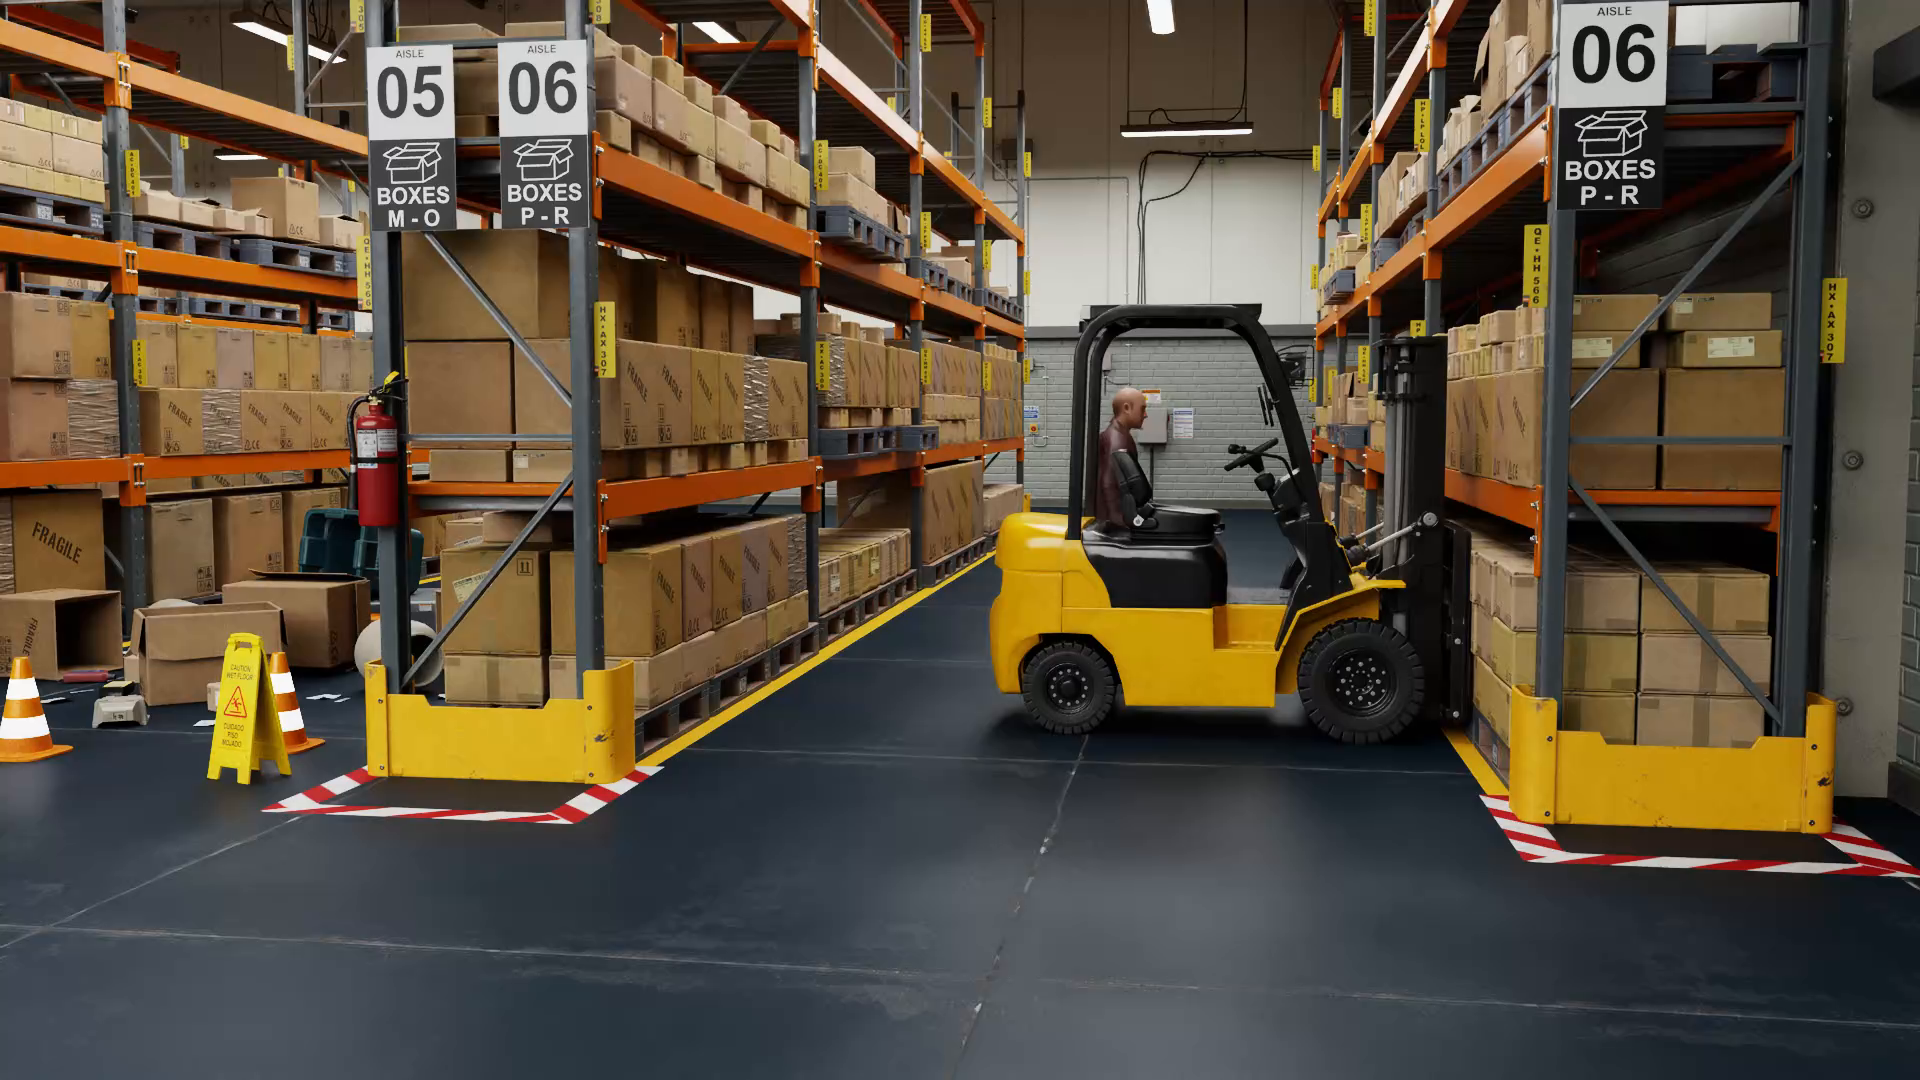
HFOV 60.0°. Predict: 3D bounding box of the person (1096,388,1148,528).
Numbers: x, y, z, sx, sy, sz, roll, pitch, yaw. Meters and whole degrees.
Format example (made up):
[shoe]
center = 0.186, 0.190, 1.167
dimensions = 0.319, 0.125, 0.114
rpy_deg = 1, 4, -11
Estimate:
[person]
center = 1.000, -0.063, 10.408
dimensions = 0.421, 1.774, 0.643
rpy_deg = 1, 4, 8
